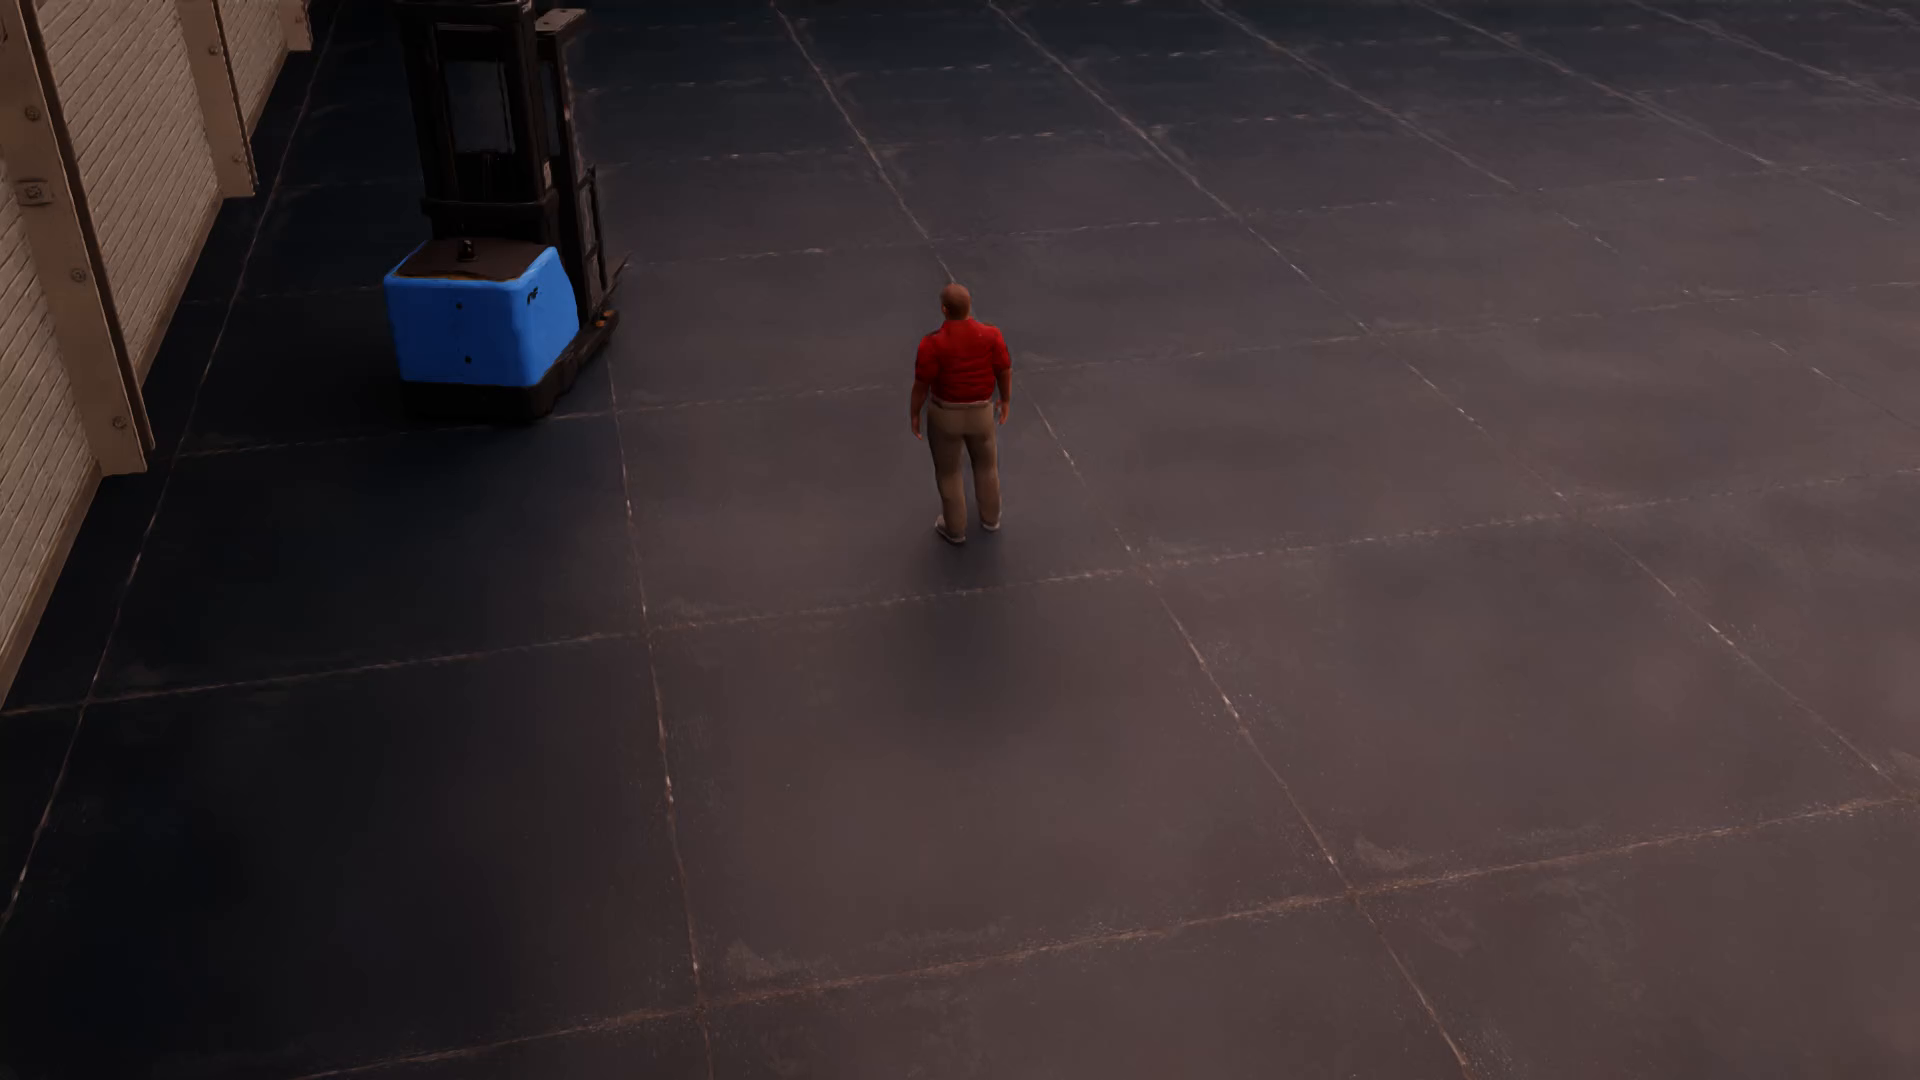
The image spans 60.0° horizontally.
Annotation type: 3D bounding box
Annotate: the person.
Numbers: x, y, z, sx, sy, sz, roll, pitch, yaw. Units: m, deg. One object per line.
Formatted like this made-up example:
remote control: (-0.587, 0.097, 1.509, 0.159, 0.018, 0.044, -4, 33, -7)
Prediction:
person: (-0.009, -0.800, 10.141, 0.640, 1.727, 0.550, -7, 31, -12)

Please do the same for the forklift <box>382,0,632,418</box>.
forklift: (-3.349, -2.855, 12.507, 1.130, 2.935, 3.031, 3, 30, 6)
